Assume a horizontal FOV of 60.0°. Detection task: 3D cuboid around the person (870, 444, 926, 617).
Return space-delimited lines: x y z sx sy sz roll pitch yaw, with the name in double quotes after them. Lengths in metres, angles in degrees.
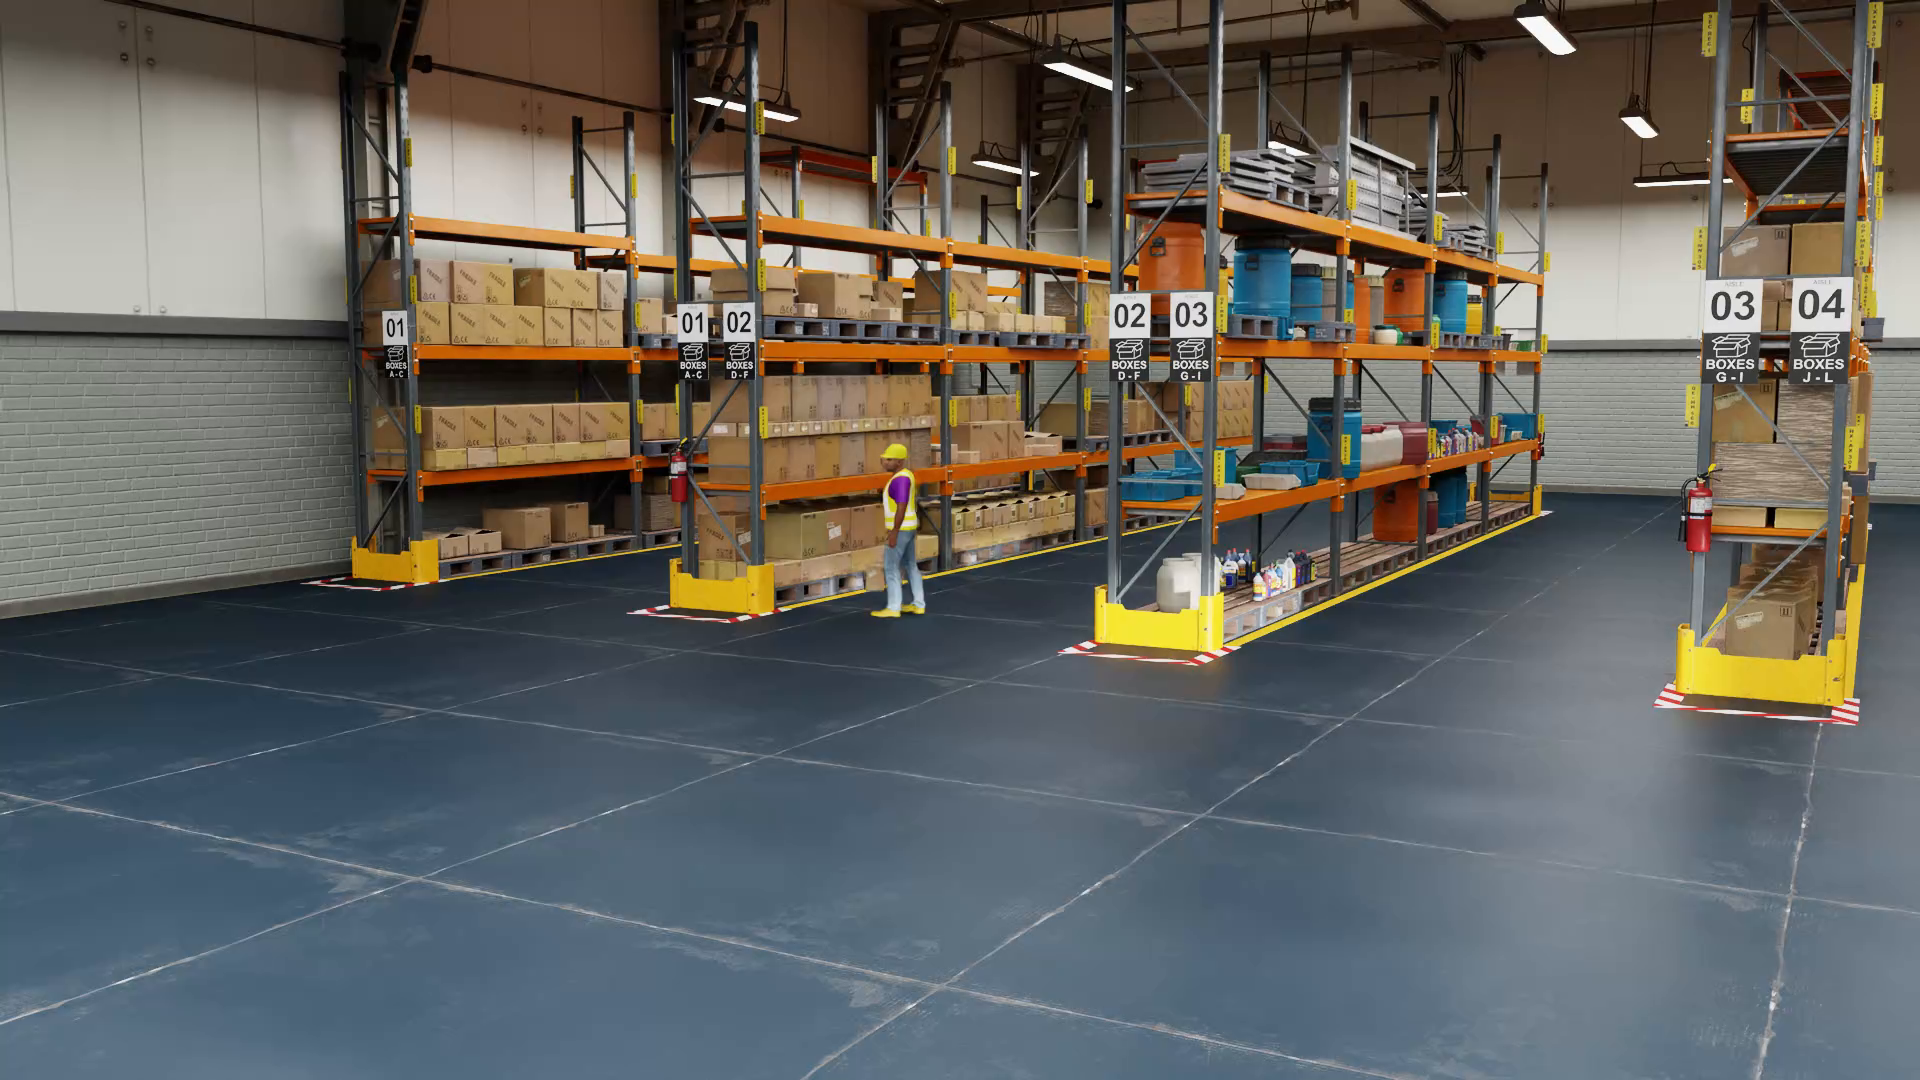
-0.633 -0.100 16.982 0.547 1.766 0.574 1 6 5 "person"
